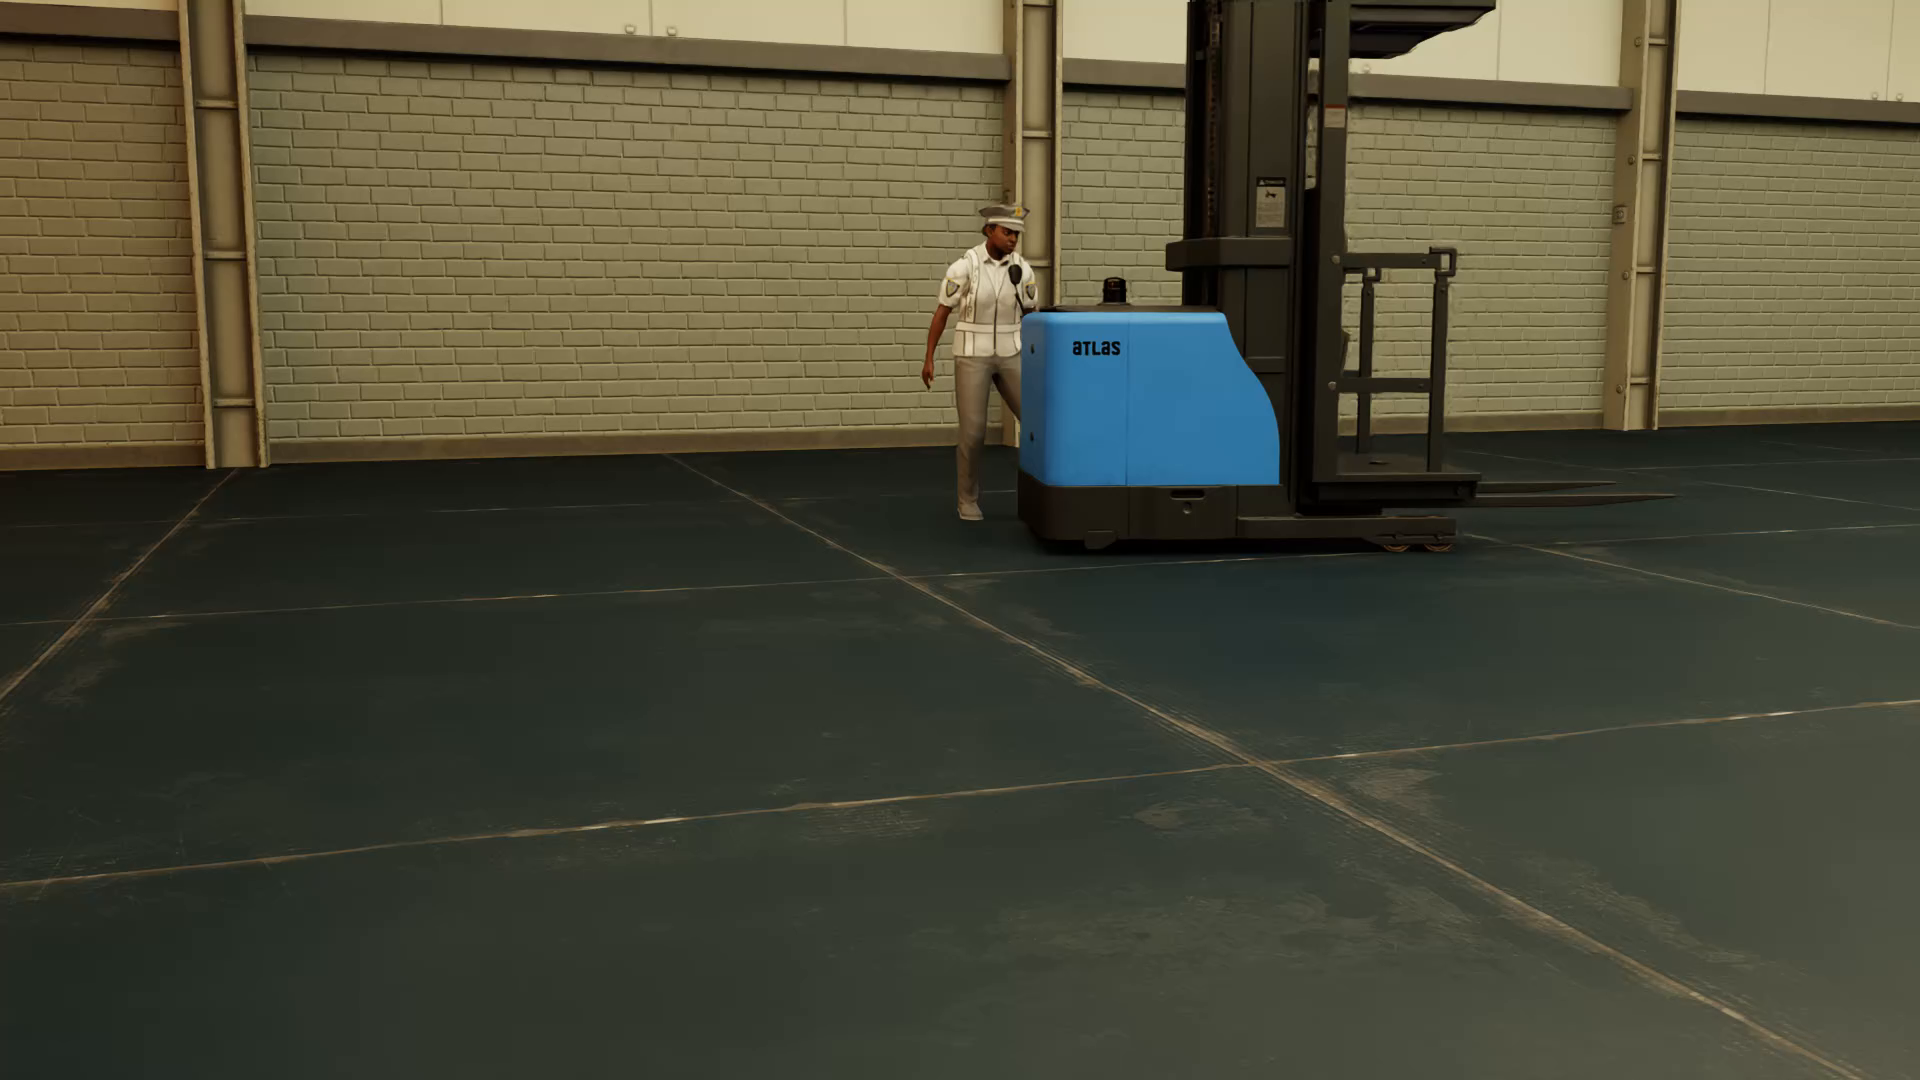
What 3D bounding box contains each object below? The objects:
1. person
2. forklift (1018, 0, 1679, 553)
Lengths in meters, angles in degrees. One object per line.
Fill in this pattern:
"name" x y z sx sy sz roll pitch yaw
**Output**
"person" 0.207 -0.919 8.695 0.793 1.632 0.404 -2 8 -15
"forklift" 1.834 -1.466 7.825 3.031 2.935 1.130 -1 8 -5
